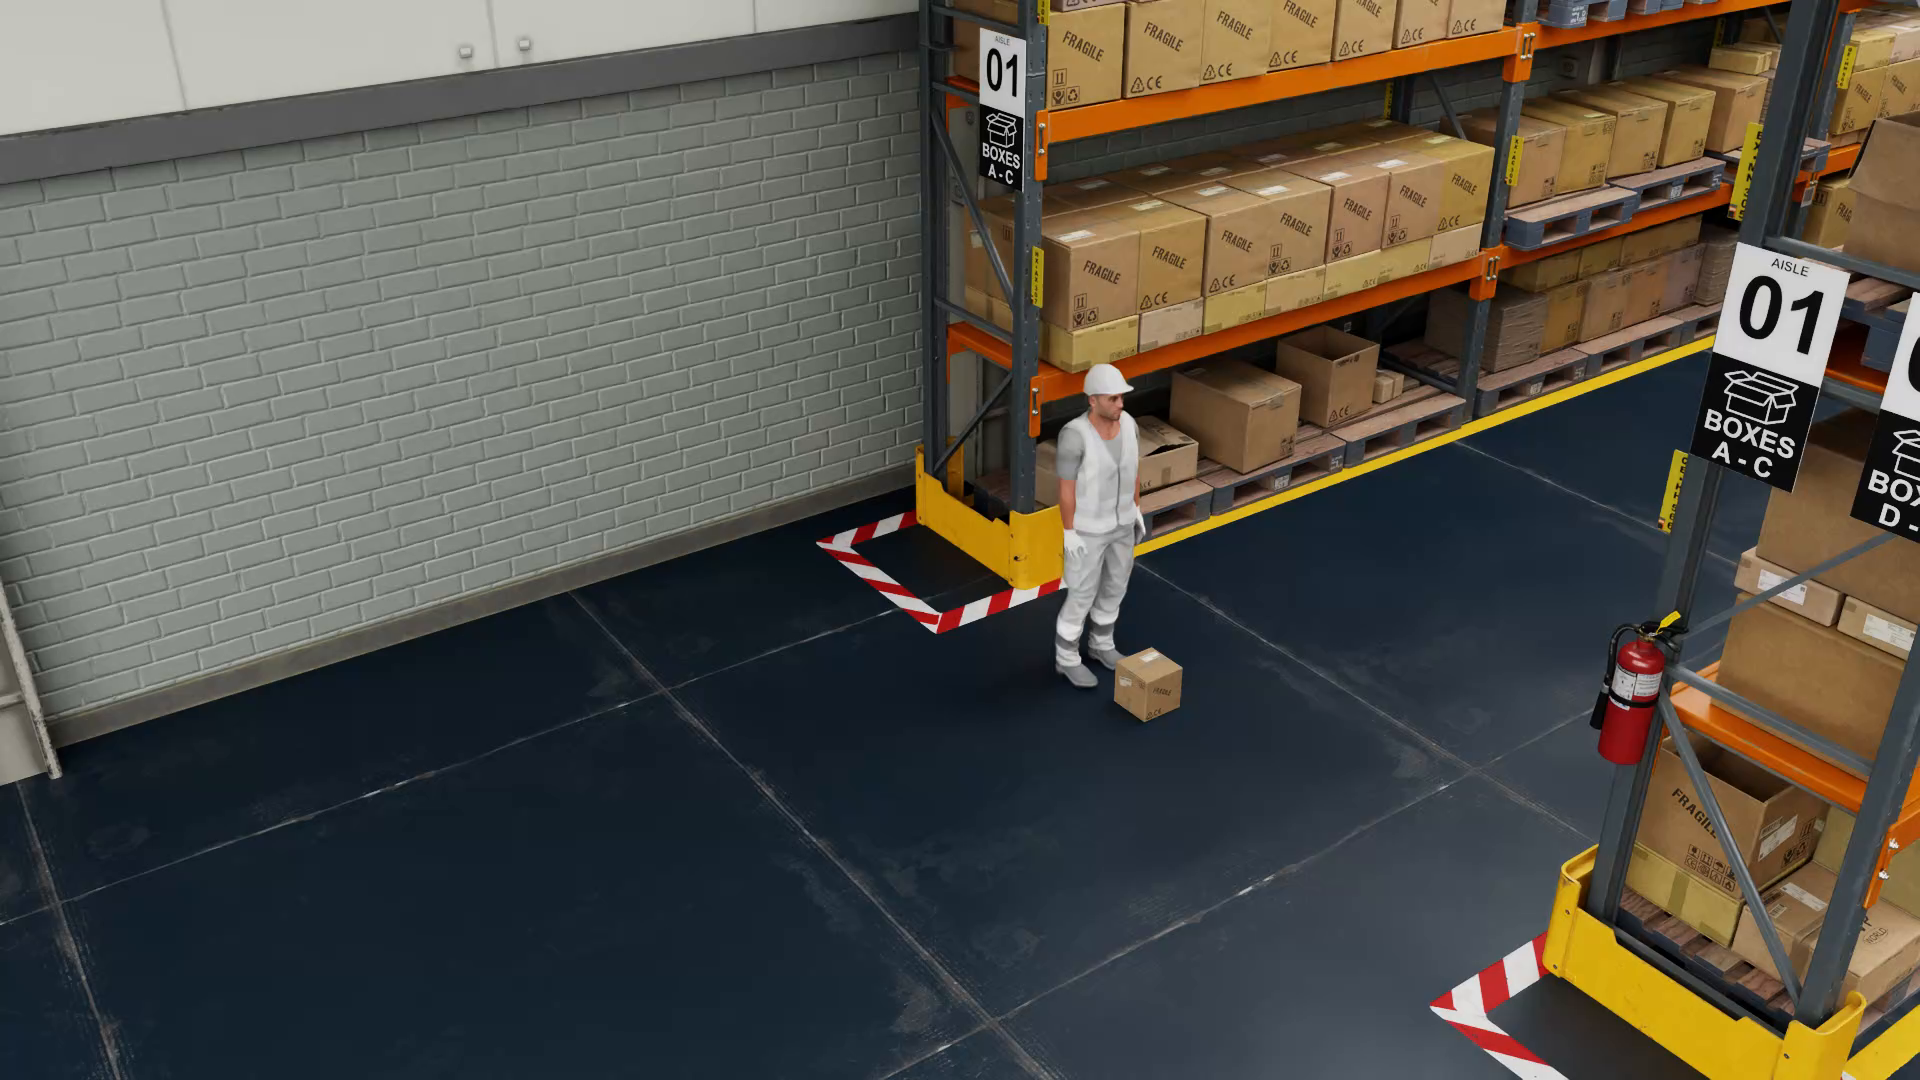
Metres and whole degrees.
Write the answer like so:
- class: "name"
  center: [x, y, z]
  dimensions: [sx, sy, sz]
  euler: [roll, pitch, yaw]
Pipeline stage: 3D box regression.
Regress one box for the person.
- class: "person"
  center: [0.743, -0.082, 8.751]
  dimensions: [0.523, 1.787, 0.341]
  euler: [-19, 34, -31]
